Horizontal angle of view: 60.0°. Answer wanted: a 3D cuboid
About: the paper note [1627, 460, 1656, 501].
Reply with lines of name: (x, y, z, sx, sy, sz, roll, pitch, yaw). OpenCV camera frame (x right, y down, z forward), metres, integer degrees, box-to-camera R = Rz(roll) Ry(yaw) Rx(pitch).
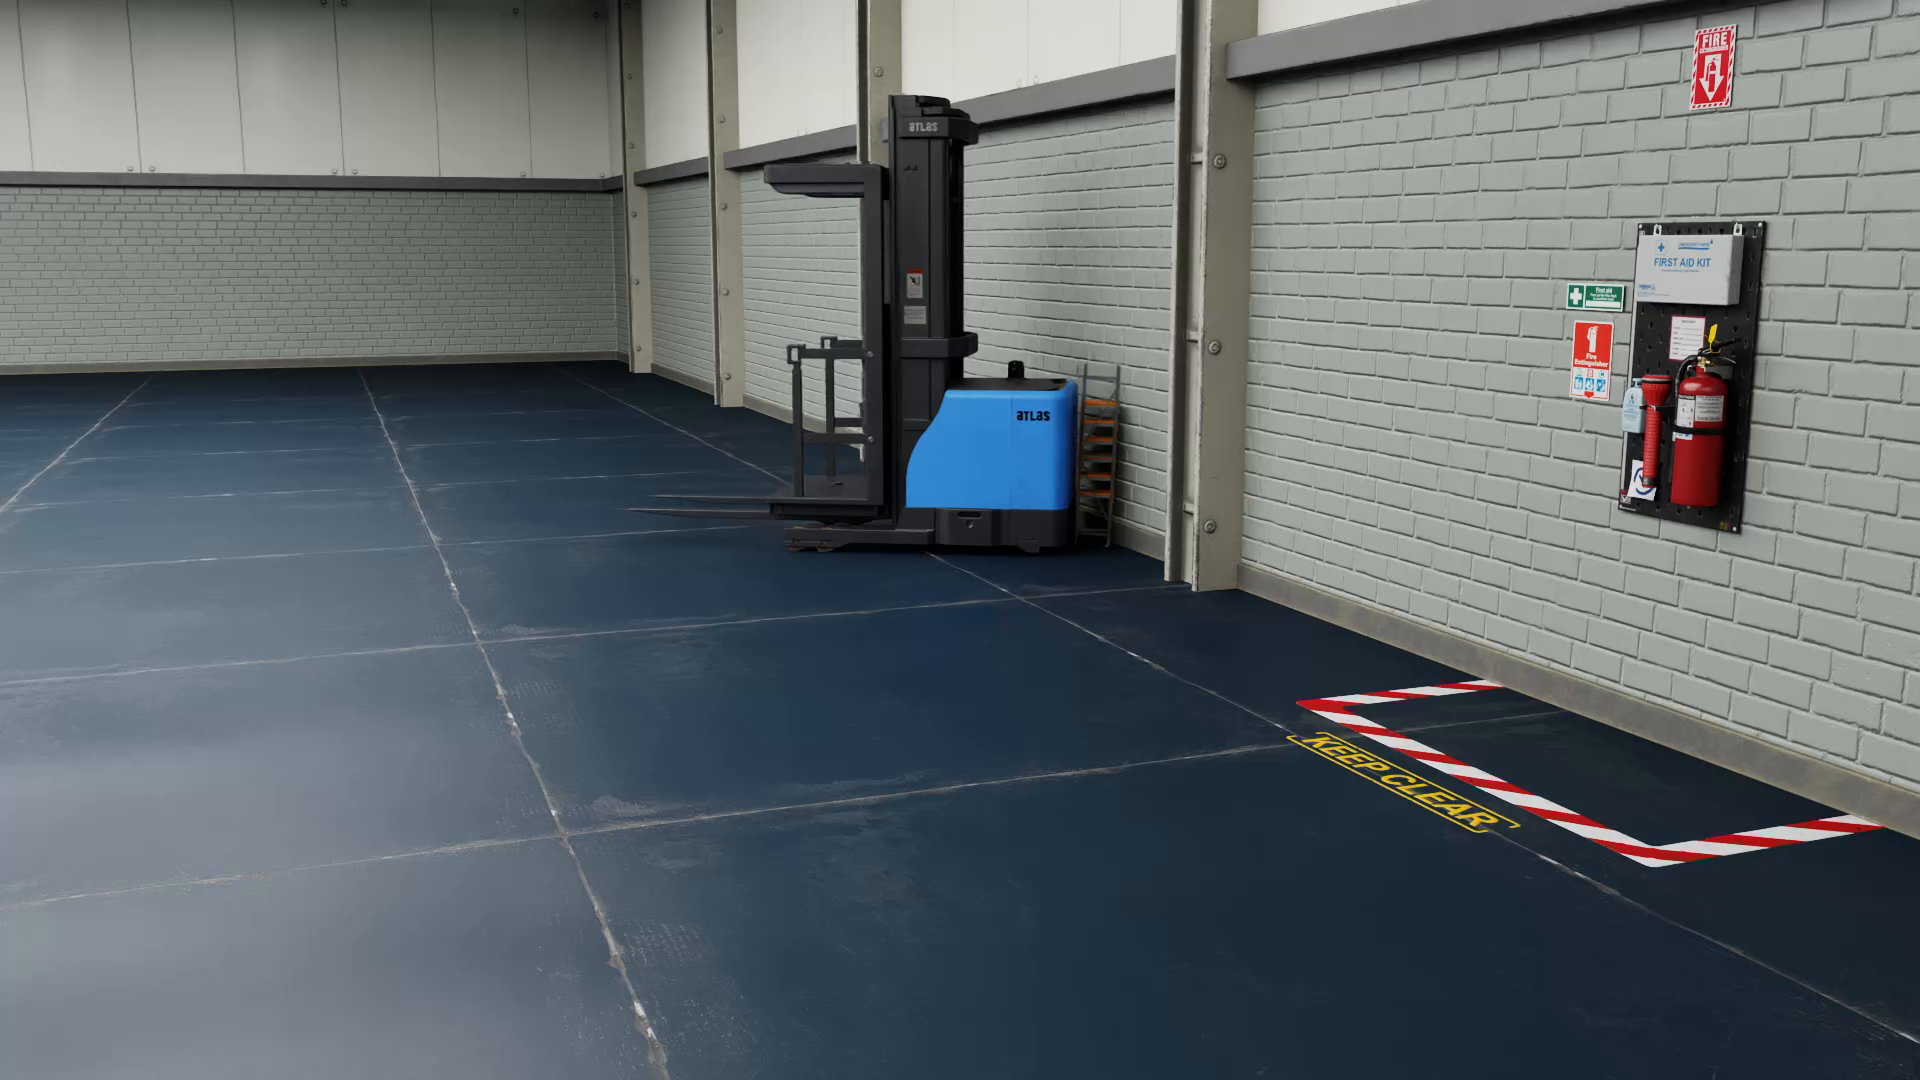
paper note: (2.766, -0.243, 6.735, 0.016, 0.148, 0.142, -4, 11, -21)

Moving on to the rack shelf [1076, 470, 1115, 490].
rack shelf: (0.908, -0.404, 11.154, 0.258, 0.103, 0.180, 3, 10, 3)

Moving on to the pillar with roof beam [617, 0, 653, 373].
pillar with roof beam: (-9.084, -6.835, 24.151, 9.100, 9.000, 0.400, -4, 11, -21)

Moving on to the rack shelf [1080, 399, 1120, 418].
rack shelf: (0.929, -0.876, 11.073, 0.258, 0.103, 0.180, 3, 10, 3)

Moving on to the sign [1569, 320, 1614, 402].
sign: (2.662, -0.757, 7.011, 0.001, 0.329, 0.234, -4, 11, -21)

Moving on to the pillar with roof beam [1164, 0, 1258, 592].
pillar with roof beam: (-2.561, -3.897, 7.634, 9.100, 9.000, 0.400, -4, 11, -21)

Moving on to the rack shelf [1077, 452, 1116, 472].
rack shelf: (0.913, -0.522, 11.134, 0.258, 0.103, 0.180, 3, 10, 3)

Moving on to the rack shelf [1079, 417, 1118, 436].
rack shelf: (0.923, -0.758, 11.093, 0.258, 0.103, 0.180, 3, 10, 3)

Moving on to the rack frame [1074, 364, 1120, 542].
rack frame: (0.921, -0.581, 11.216, 0.240, 1.200, 0.006, 3, 10, 3)

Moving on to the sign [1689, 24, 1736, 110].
sign: (2.856, -1.792, 6.310, 0.001, 0.298, 0.199, -4, 11, -21)

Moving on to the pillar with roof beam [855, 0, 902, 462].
pillar with roof beam: (-4.735, -4.876, 13.139, 9.100, 9.000, 0.400, -4, 11, -21)

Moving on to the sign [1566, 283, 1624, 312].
sign: (2.655, -1.017, 6.958, 0.001, 0.109, 0.331, -4, 11, -21)

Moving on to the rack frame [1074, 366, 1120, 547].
rack frame: (0.909, -0.550, 11.036, 0.240, 1.200, 0.006, 3, 10, 3)

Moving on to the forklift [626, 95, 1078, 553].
forklift: (-0.730, -1.452, 11.215, 3.031, 2.935, 1.130, 1, 10, 8)

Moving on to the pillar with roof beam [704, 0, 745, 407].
pillar with roof beam: (-6.909, -5.856, 18.645, 9.100, 9.000, 0.400, -4, 11, -21)

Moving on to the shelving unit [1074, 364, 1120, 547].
shelving unit: (0.915, -0.565, 11.126, 0.258, 1.200, 0.189, 3, 10, 3)

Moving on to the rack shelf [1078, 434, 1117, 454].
rack shelf: (0.918, -0.640, 11.114, 0.258, 0.103, 0.180, 3, 10, 3)

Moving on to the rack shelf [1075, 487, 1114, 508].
rack shelf: (0.902, -0.285, 11.174, 0.258, 0.103, 0.180, 3, 10, 3)

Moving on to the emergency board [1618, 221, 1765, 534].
emergency board: (2.766, -0.643, 6.470, 0.194, 1.169, 0.643, -4, 11, -21)
